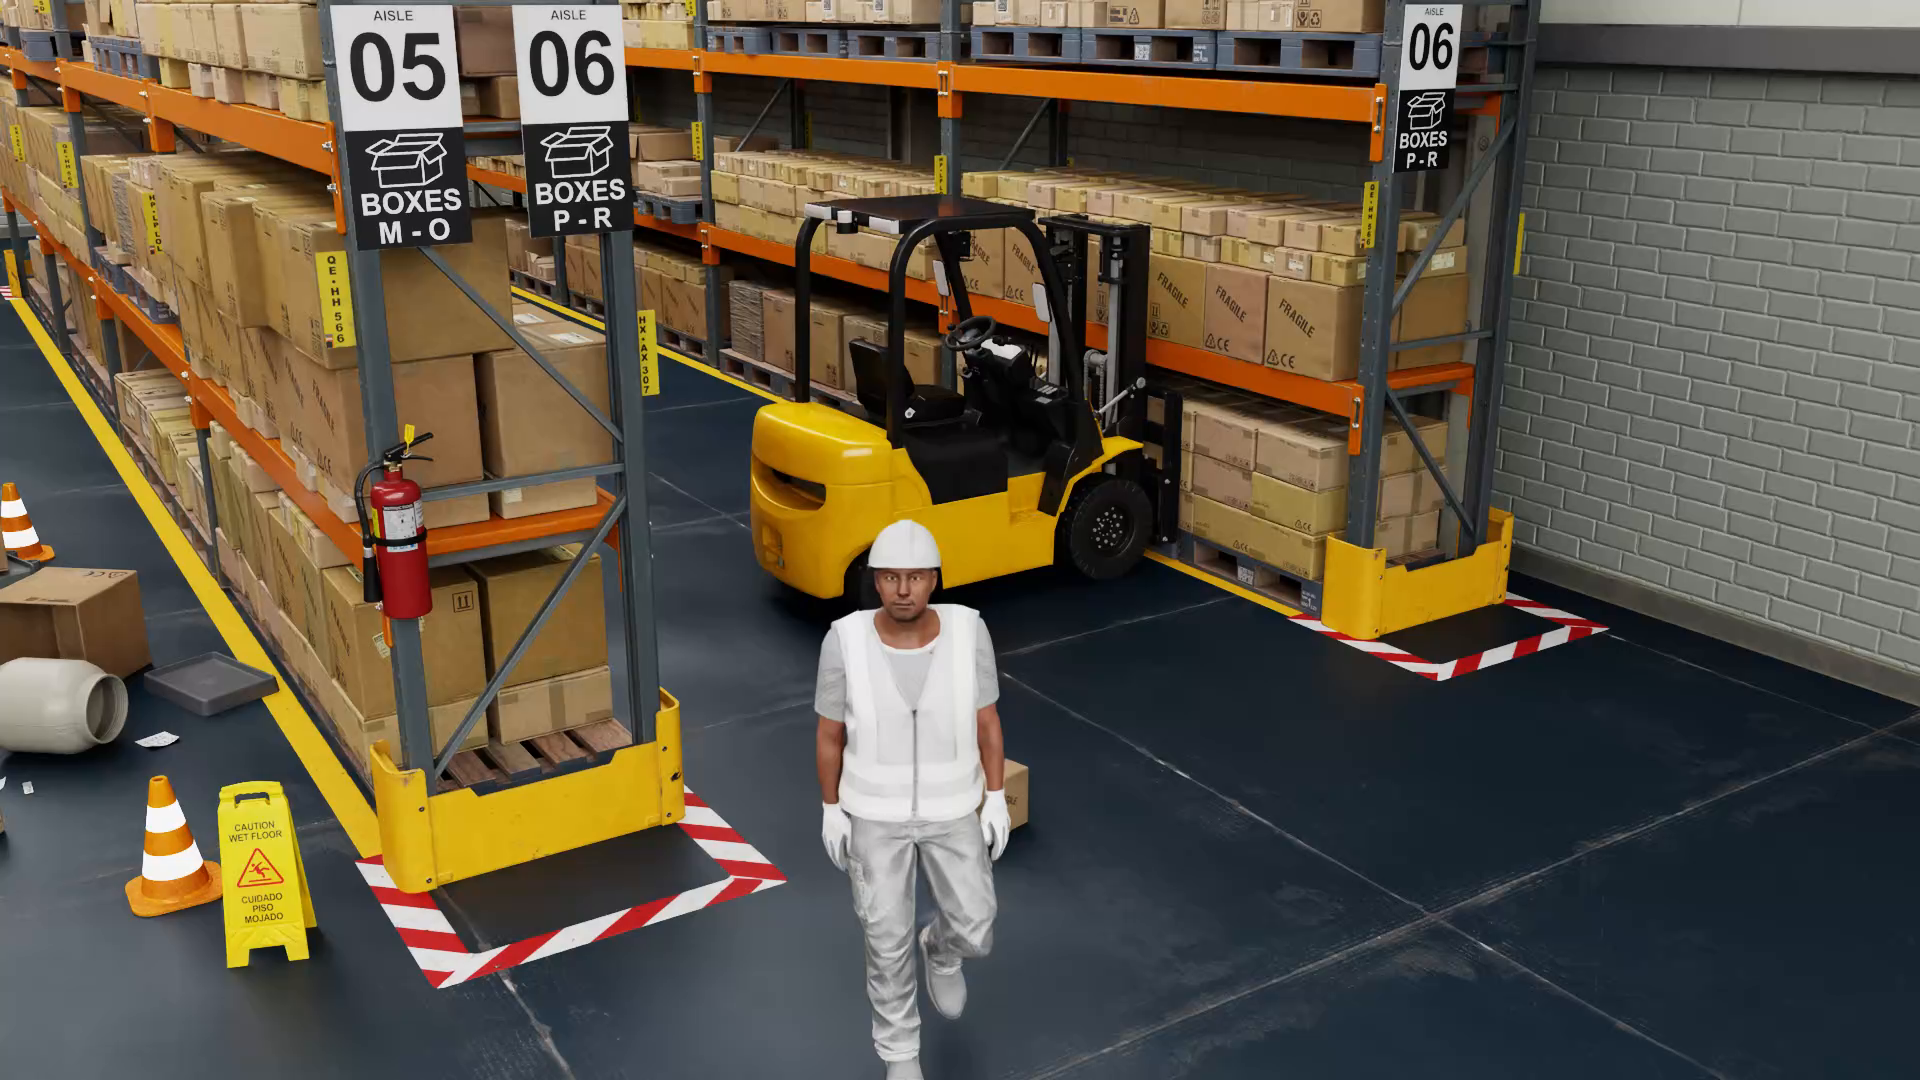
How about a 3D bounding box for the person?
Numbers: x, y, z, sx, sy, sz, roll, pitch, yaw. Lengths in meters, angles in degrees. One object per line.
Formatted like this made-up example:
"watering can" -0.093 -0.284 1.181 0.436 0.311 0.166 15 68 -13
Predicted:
"person" -0.138 0.788 4.987 0.578 1.773 0.584 -2 18 -7
